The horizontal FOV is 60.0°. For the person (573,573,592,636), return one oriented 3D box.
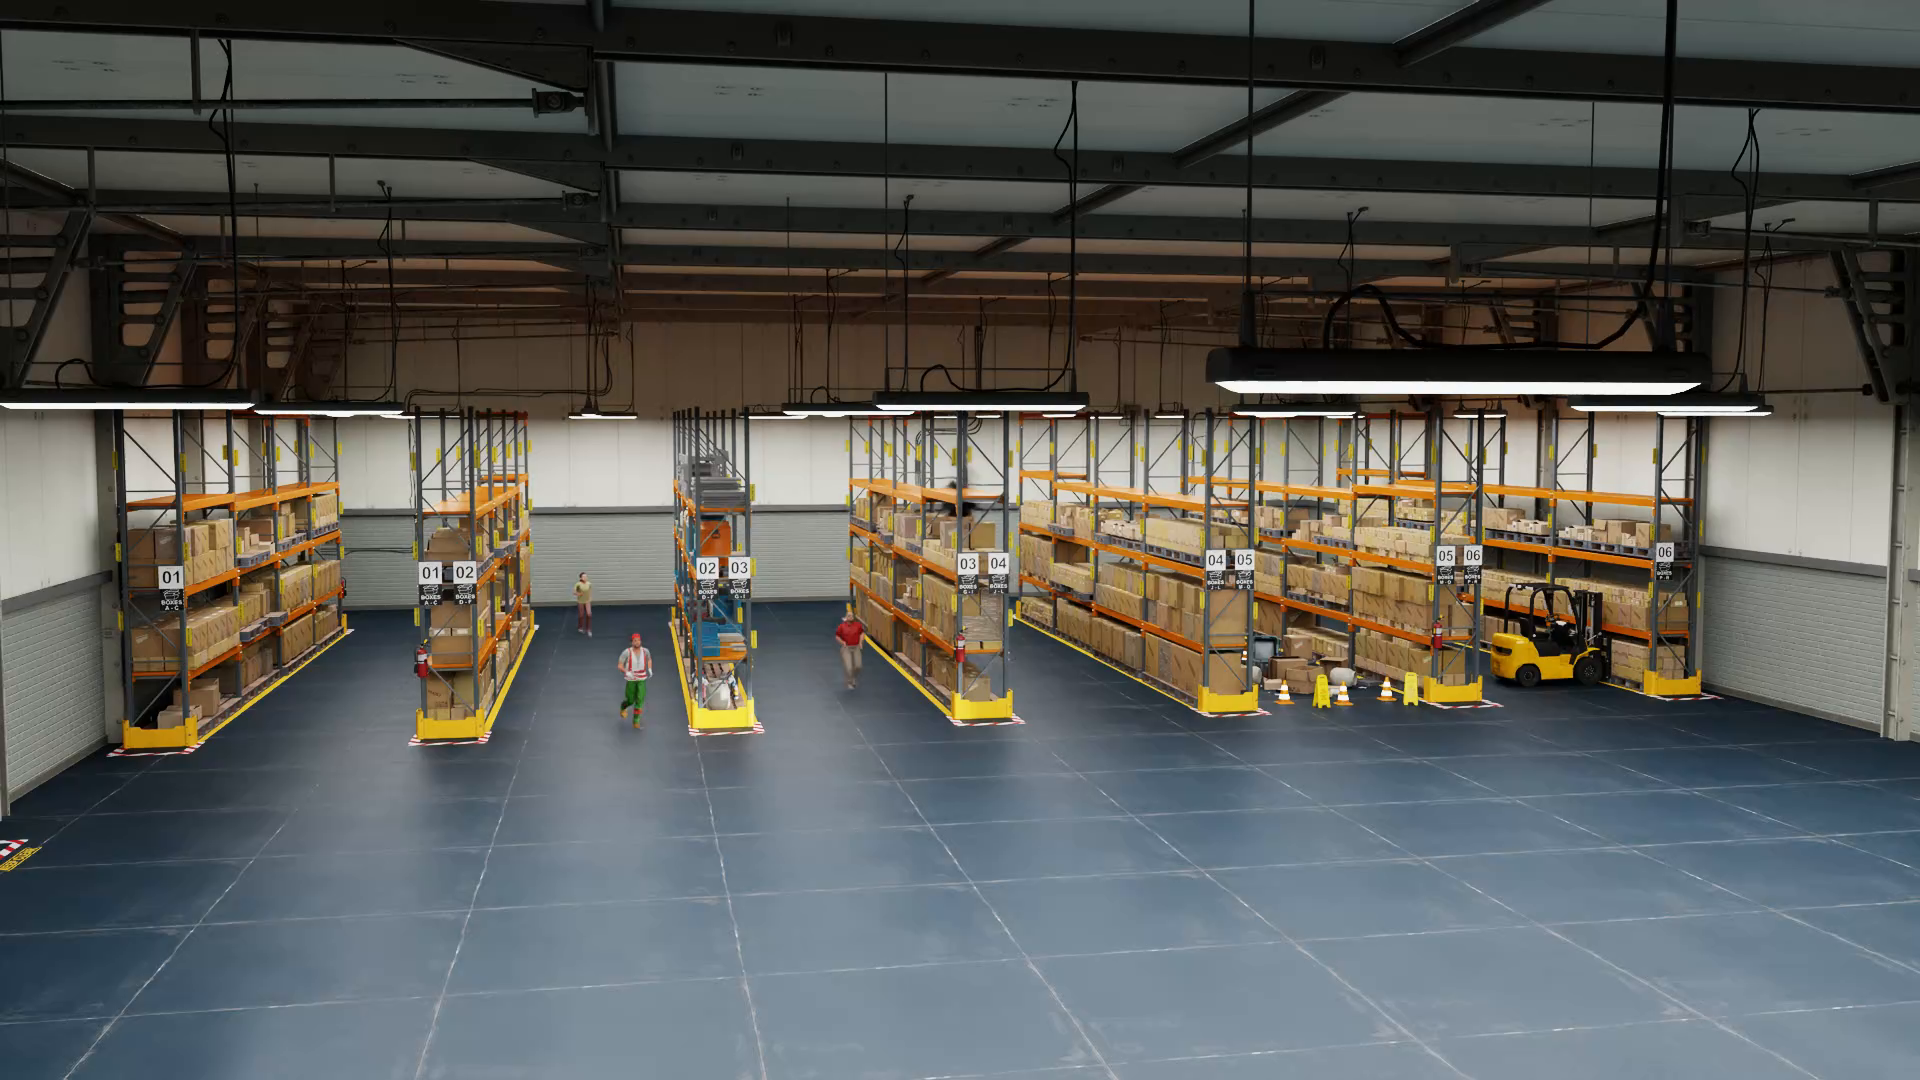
[{"bbox_3d":[-10.131,1.723,44.643,0.563,1.721,0.761,-2,5,-28],"label":"person"}]

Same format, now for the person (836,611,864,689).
[{"bbox_3d":[-2.316,2.354,35.407,0.638,1.681,0.586,-1,4,-14],"label":"person"}]

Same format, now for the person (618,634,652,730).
[{"bbox_3d":[-6.110,2.634,31.294,0.673,1.773,0.849,-2,5,-27],"label":"person"}]

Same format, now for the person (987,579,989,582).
[{"bbox_3d":[1.012,1.365,49.551,0.582,1.668,0.908,-4,6,-44],"label":"person"}]
